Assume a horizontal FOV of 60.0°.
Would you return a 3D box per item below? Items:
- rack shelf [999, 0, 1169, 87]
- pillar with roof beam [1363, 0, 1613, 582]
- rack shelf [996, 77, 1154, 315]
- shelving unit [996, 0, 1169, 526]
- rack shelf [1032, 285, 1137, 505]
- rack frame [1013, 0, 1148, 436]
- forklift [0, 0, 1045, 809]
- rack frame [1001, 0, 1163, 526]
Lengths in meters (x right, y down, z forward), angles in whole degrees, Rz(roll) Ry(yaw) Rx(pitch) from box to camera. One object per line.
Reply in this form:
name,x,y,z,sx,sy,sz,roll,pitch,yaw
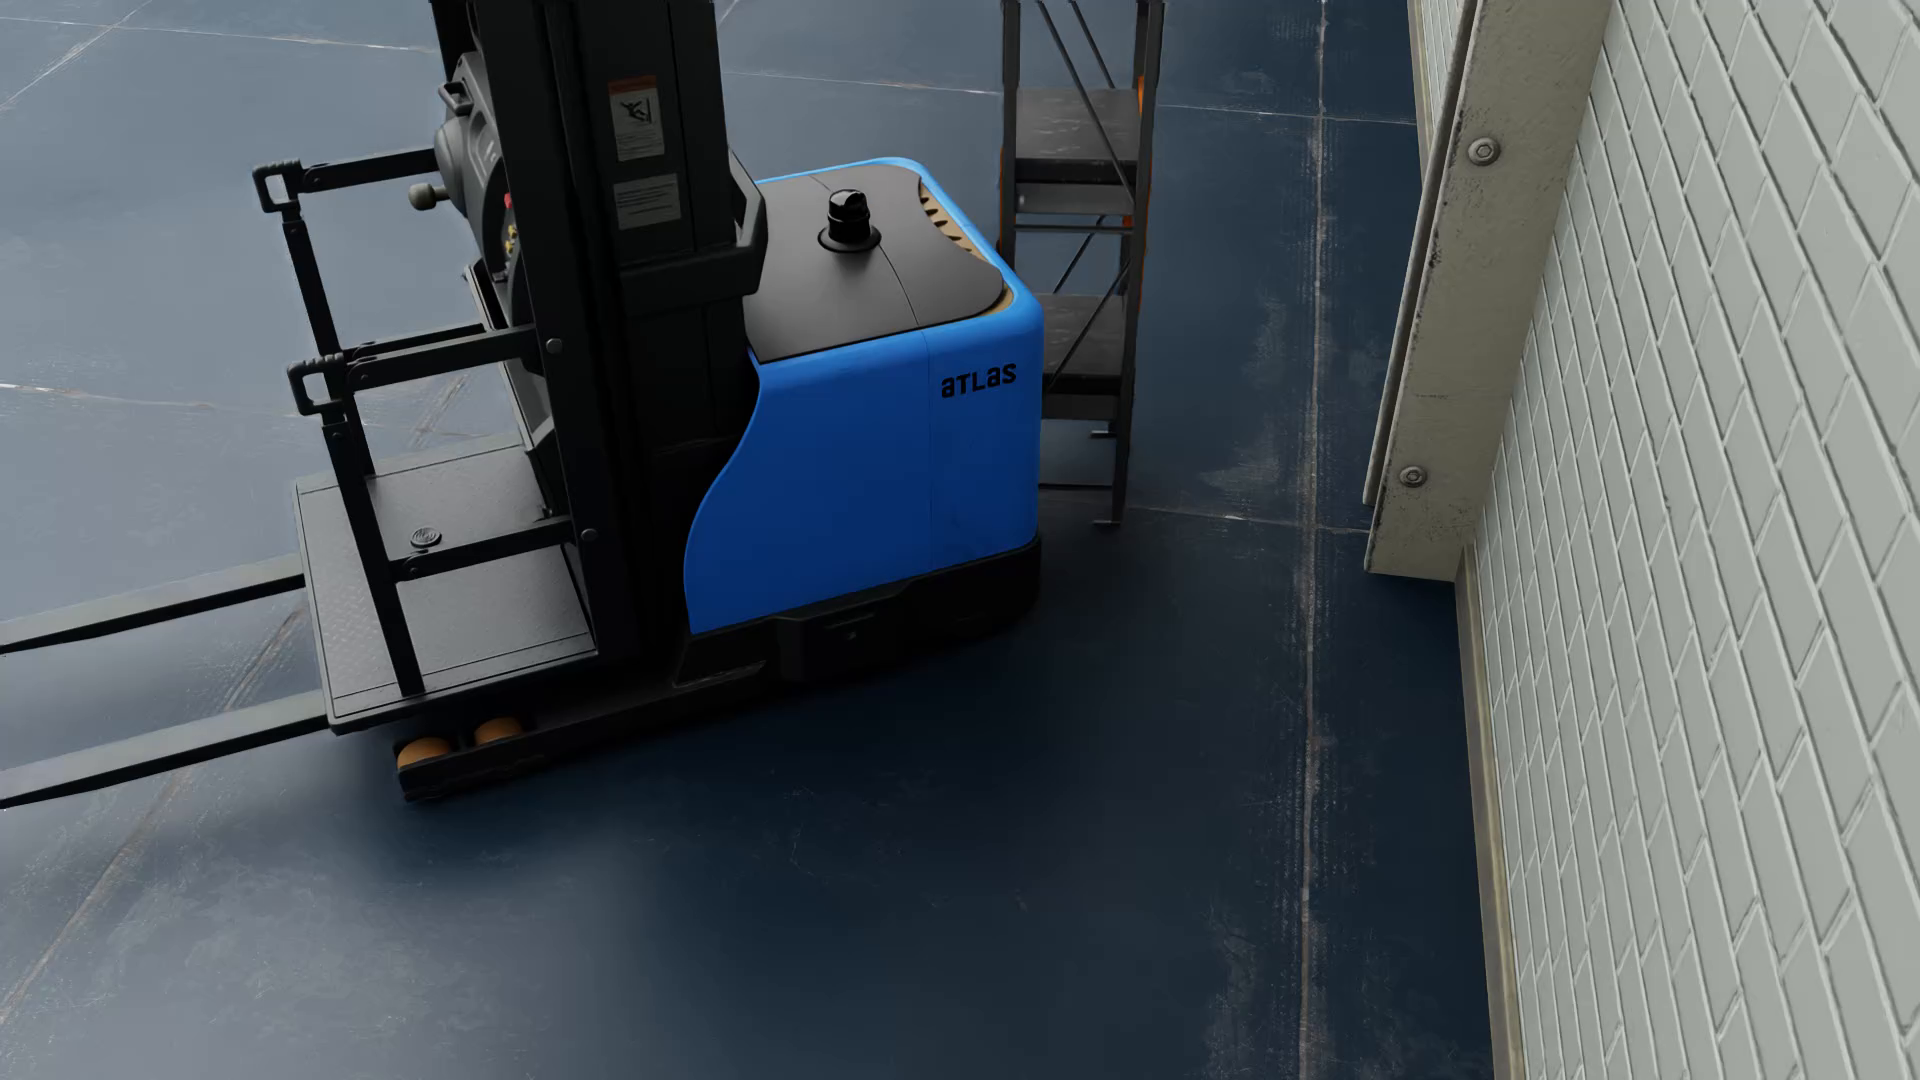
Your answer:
rack shelf,0.327,-1.549,4.398,0.431,0.518,0.480,2,40,2
pillar with roof beam,-2.805,-3.953,2.969,9.100,9.000,0.400,6,40,8
rack shelf,0.327,-1.009,4.844,0.431,0.518,0.480,2,40,2
shelving unit,0.327,-1.020,4.835,0.431,2.100,0.503,2,40,2
rack shelf,0.327,-0.470,5.290,0.431,0.518,0.480,2,40,2
rack frame,0.339,-1.175,5.023,0.400,2.100,0.015,2,40,2
forklift,-1.332,-0.826,3.948,3.031,2.935,1.130,-15,42,-17
rack frame,0.316,-0.864,4.647,0.400,2.100,0.015,2,40,2
